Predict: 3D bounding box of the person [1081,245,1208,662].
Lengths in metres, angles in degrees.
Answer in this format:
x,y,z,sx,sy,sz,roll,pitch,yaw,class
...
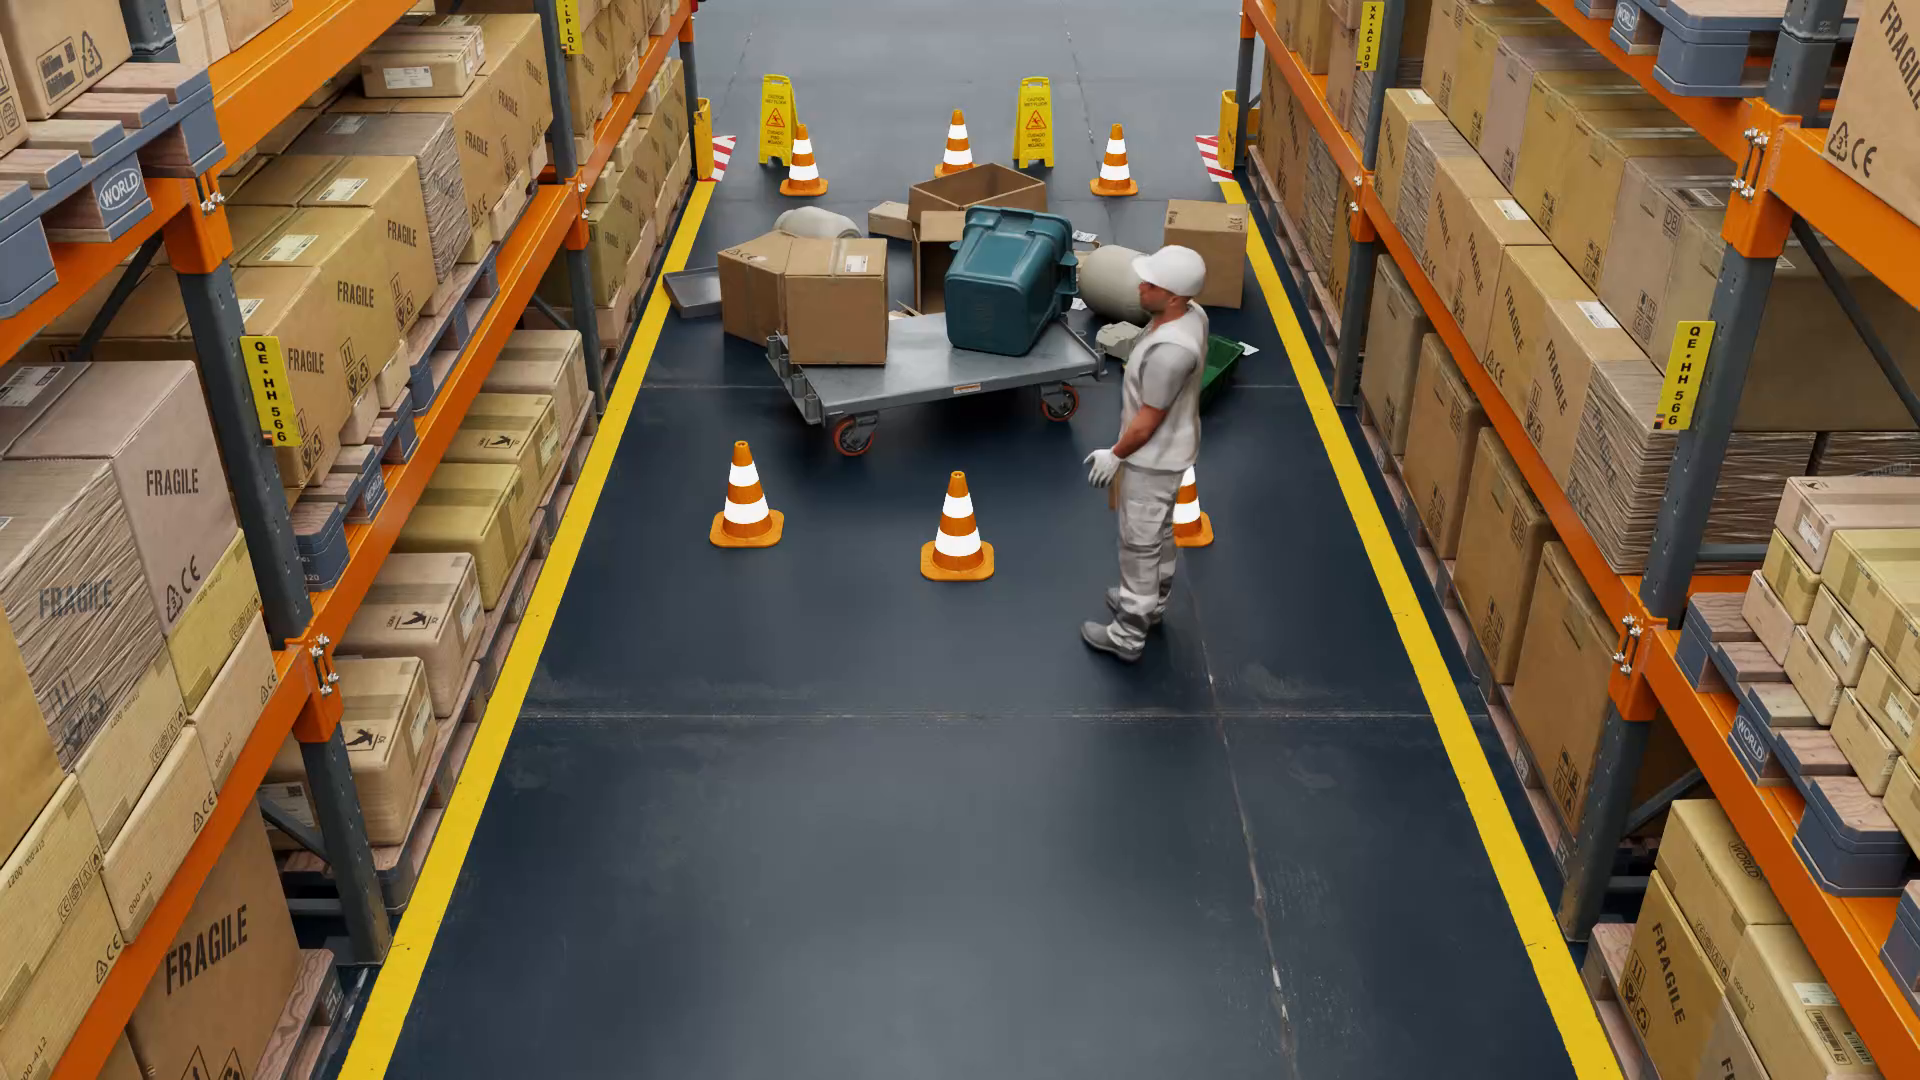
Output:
x,y,z,sx,sy,sz,roll,pitch,yaw,class
0.738,-0.357,6.654,0.437,1.800,0.584,8,32,12,person
